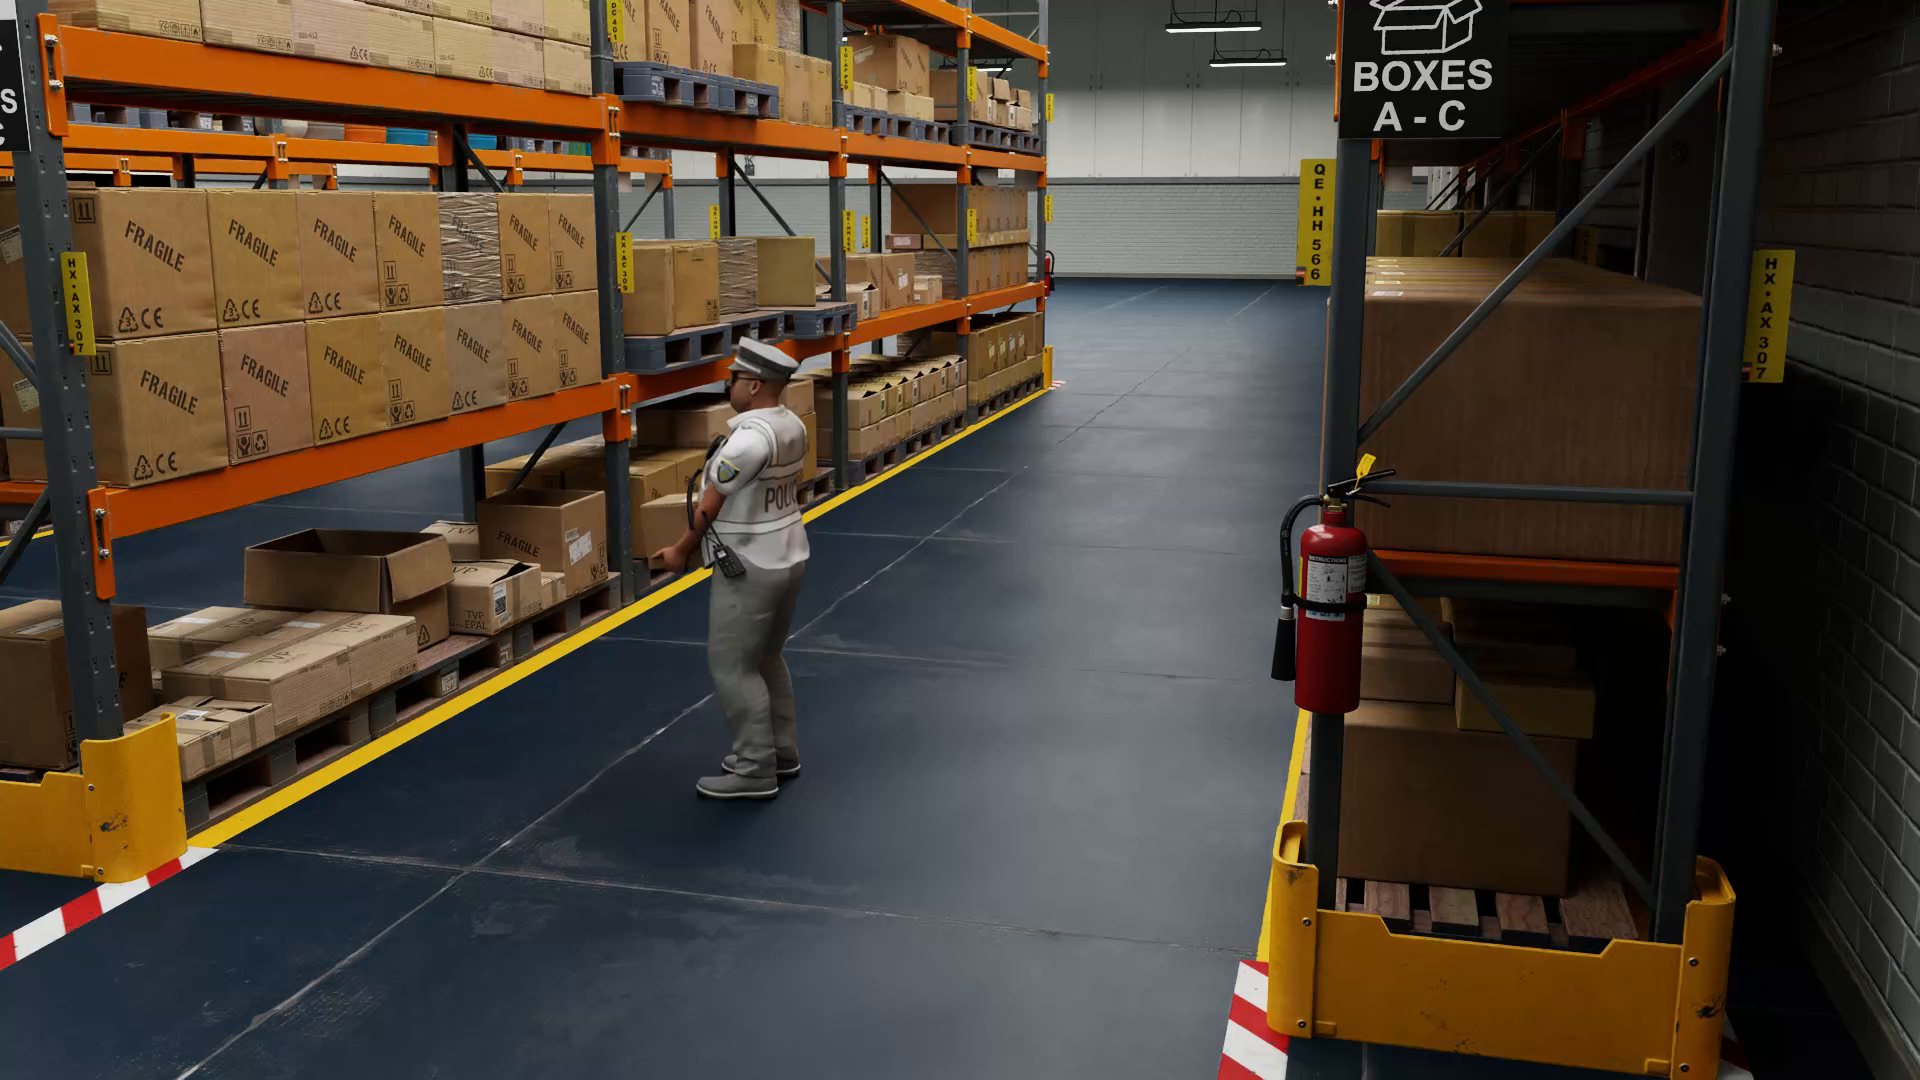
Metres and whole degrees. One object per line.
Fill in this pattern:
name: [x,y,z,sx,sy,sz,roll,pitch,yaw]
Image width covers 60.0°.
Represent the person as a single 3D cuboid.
person: [-0.877,0.099,6.398,0.563,1.767,0.494,3,12,15]
